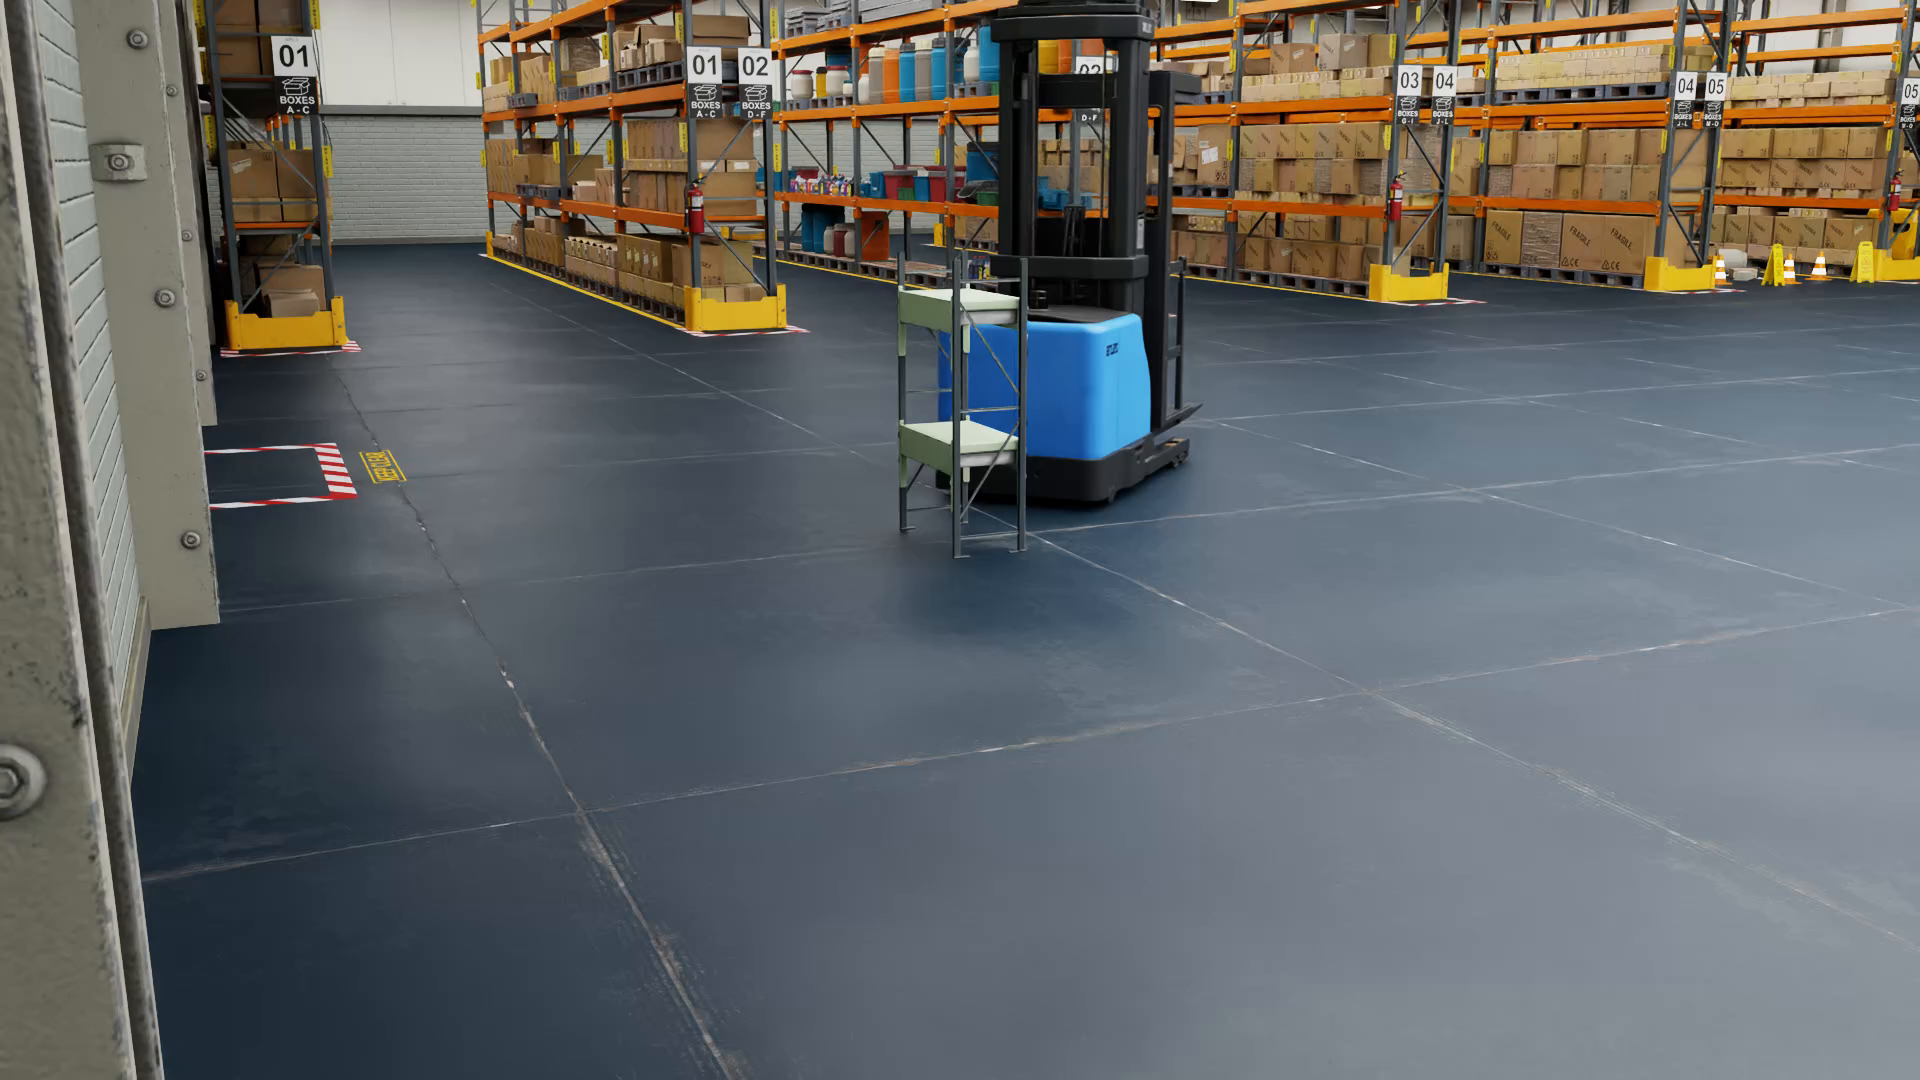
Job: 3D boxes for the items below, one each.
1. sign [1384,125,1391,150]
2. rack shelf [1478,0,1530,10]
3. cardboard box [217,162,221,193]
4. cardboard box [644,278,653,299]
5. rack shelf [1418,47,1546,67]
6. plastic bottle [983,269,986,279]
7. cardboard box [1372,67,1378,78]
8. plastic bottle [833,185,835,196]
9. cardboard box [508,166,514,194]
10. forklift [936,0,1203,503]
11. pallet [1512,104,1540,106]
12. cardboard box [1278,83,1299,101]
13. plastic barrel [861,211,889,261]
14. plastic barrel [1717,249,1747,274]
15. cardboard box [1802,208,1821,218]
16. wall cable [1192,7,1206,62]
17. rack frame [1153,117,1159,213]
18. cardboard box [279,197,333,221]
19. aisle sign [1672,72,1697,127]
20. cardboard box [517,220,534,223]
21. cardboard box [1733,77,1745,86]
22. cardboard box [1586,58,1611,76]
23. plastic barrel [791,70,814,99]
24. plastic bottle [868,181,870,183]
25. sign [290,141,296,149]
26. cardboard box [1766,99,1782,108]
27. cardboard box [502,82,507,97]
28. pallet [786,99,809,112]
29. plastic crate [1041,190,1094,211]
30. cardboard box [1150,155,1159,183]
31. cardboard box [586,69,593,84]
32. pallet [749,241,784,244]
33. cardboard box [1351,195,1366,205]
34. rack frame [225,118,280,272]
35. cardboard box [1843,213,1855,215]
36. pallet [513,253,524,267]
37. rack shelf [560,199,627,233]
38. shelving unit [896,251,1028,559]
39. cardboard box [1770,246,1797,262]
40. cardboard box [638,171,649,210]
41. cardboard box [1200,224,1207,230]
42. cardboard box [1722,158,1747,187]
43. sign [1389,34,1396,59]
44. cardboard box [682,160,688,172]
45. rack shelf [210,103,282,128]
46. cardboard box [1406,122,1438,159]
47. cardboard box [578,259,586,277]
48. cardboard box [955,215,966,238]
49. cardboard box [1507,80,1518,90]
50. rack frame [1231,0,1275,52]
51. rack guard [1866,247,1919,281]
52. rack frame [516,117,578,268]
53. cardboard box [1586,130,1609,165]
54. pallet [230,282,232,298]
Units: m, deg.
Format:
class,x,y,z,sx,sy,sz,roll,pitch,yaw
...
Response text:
class,x,y,z,sx,sy,sz,roll,pitch,yaw
sign,5.897,-5.551,22.931,0.100,0.325,0.005,-6,14,-23
rack shelf,14.432,-13.307,40.631,1.077,0.370,4.000,-6,14,-23
cardboard box,-10.838,-5.466,24.910,0.500,0.500,0.500,-6,14,-23
cardboard box,-3.762,-3.242,21.394,0.500,0.250,0.500,-6,14,-23
rack shelf,11.488,-10.217,35.540,1.077,0.370,4.000,-6,14,-23
plastic bottle,0.384,-3.805,23.887,0.097,0.201,0.097,0,13,0
cardboard box,6.019,-6.555,23.334,0.380,0.149,0.250,-6,14,-25
plastic bottle,-2.199,-6.206,29.472,0.097,0.201,0.097,0,13,0
cardboard box,-8.115,-6.699,30.940,0.500,0.500,0.500,-5,14,-21
forklift,0.889,-1.932,10.717,1.130,2.935,3.031,5,14,22
pallet,11.982,-8.924,34.542,1.213,0.211,1.003,-5,14,-20
cardboard box,5.162,-6.765,25.126,0.500,0.250,0.500,-6,14,-25
plastic barrel,-1.541,-5.331,29.132,0.600,0.830,0.708,-6,14,-23
plastic barrel,13.279,-4.808,28.707,0.512,0.421,0.421,4,14,16
cardboard box,14.627,-5.584,28.409,0.380,0.149,0.250,-5,14,-22
wall cable,6.548,-13.152,45.738,0.463,3.000,0.029,-6,14,-23
rack frame,3.209,-6.531,30.437,1.000,3.000,0.127,-6,14,-23
cardboard box,-7.107,-3.602,18.071,0.500,0.250,0.500,-6,14,-25
aisle sign,10.752,-6.530,24.668,0.394,0.787,0.004,-6,14,-23
cardboard box,-8.631,-6.197,33.559,0.500,0.500,0.500,-6,14,-23
cardboard box,13.947,-8.126,29.466,0.380,0.149,0.250,-6,14,-25
cardboard box,10.147,-7.375,25.951,0.500,0.250,0.500,-6,14,-23
plastic barrel,-2.951,-8.511,31.107,0.433,0.535,0.433,0,13,0
plastic bottle,-1.628,-6.389,30.079,0.061,0.283,0.133,-6,14,-23
sign,-9.913,-5.766,24.737,0.100,0.325,0.005,-6,14,-23
cardboard box,14.227,-7.578,28.865,0.380,0.149,0.250,-6,14,-24
cardboard box,-8.113,-8.275,30.544,0.500,0.250,0.500,-6,14,-23
pallet,-2.528,-8.127,31.097,1.213,0.211,1.003,-6,14,-23
plastic crate,1.400,-4.435,21.710,0.499,0.251,0.616,-6,14,-23
cardboard box,3.777,-6.570,29.453,0.700,0.500,0.500,-3,13,-15
cardboard box,-5.410,-7.035,25.362,0.500,0.250,0.500,-5,14,-21
pallet,-4.239,-6.204,35.209,1.003,0.211,1.213,-6,14,-23
cardboard box,5.863,-4.895,23.925,0.380,0.149,0.250,-6,14,-23
rack frame,-12.009,-6.016,28.209,1.000,3.000,0.127,-6,14,-23
cardboard box,17.915,-6.365,34.052,0.875,0.625,0.625,-6,14,-24
pallet,-7.746,-5.247,31.073,1.003,0.211,1.213,-6,14,-23
rack shelf,-5.068,-4.874,24.871,1.077,0.370,4.000,-6,14,-23
shelving unit,0.003,-0.729,8.695,0.431,1.500,0.755,-6,14,-23
cardboard box,14.508,-4.997,28.973,0.500,0.250,0.500,-6,14,-25
cardboard box,-3.867,-4.660,22.131,0.700,0.500,0.500,-6,14,-24
cardboard box,5.531,-6.890,36.720,0.380,0.149,0.250,-6,14,-25
cardboard box,14.035,-6.576,29.749,0.500,0.500,0.500,-6,14,-23
sign,5.897,-6.725,22.659,0.100,0.325,0.005,-6,14,-23
cardboard box,-3.099,-4.465,19.849,0.380,0.149,0.250,-5,14,-22
rack shelf,-11.208,-6.713,26.166,1.077,0.370,4.000,-6,14,-23
cardboard box,6.443,-5.698,23.736,0.500,0.500,0.500,-6,14,-23
cardboard box,-5.513,-4.157,25.345,0.500,0.250,0.500,-6,14,-24
cardboard box,0.334,-7.229,37.231,0.875,0.875,0.875,-6,14,-23
cardboard box,9.336,-7.565,27.656,0.380,0.149,0.250,-6,14,-23
rack frame,6.192,-10.708,35.177,1.000,3.000,0.127,-6,14,-23
rack guard,15.463,-4.572,27.513,1.175,0.500,0.348,-6,14,-23
rack frame,-7.472,-6.464,30.145,1.000,3.000,0.127,-6,14,-23
cardboard box,10.481,-6.218,26.357,0.875,0.550,0.550,-6,14,-23
pallet,-10.095,-3.669,24.255,1.003,0.211,1.213,-6,14,-23
